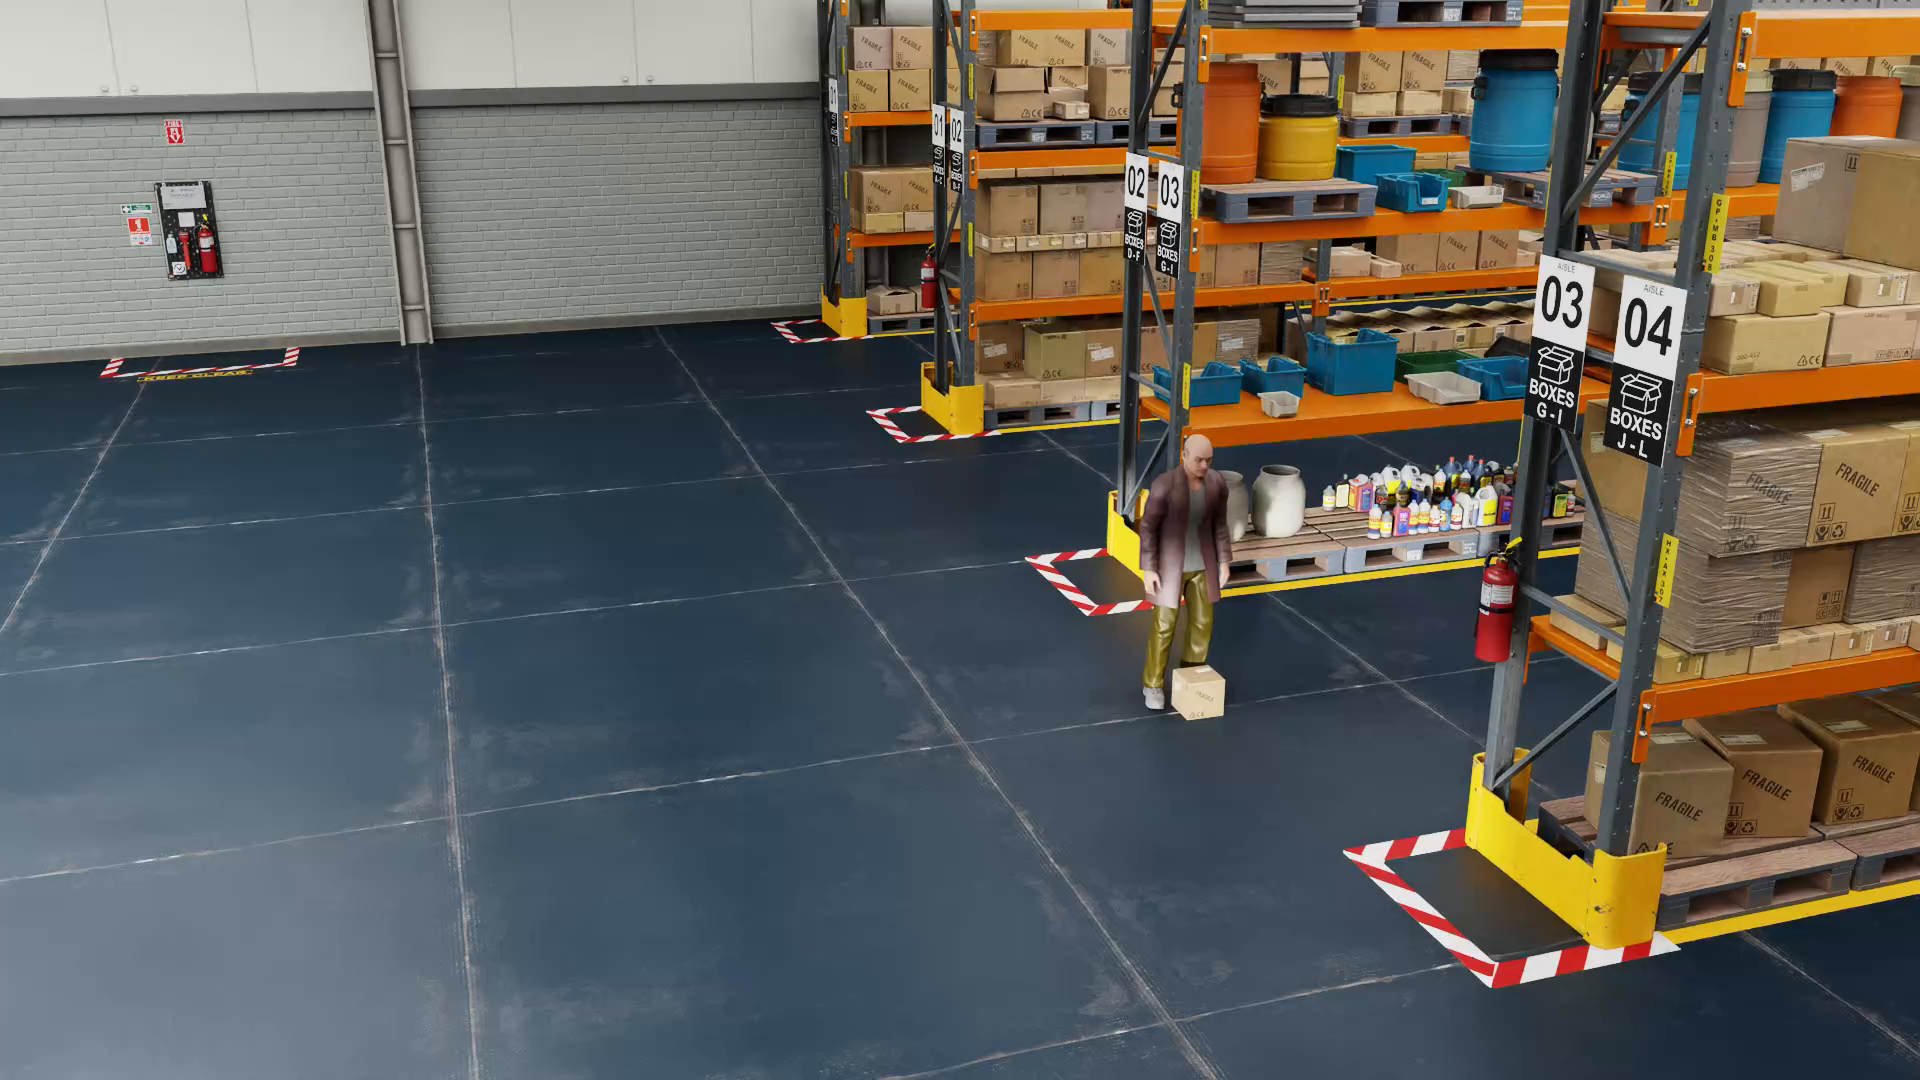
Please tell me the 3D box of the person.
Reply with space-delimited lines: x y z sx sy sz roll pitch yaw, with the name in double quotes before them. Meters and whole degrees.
"person" 1.435 0.175 10.577 0.647 1.774 0.419 -6 20 -18
